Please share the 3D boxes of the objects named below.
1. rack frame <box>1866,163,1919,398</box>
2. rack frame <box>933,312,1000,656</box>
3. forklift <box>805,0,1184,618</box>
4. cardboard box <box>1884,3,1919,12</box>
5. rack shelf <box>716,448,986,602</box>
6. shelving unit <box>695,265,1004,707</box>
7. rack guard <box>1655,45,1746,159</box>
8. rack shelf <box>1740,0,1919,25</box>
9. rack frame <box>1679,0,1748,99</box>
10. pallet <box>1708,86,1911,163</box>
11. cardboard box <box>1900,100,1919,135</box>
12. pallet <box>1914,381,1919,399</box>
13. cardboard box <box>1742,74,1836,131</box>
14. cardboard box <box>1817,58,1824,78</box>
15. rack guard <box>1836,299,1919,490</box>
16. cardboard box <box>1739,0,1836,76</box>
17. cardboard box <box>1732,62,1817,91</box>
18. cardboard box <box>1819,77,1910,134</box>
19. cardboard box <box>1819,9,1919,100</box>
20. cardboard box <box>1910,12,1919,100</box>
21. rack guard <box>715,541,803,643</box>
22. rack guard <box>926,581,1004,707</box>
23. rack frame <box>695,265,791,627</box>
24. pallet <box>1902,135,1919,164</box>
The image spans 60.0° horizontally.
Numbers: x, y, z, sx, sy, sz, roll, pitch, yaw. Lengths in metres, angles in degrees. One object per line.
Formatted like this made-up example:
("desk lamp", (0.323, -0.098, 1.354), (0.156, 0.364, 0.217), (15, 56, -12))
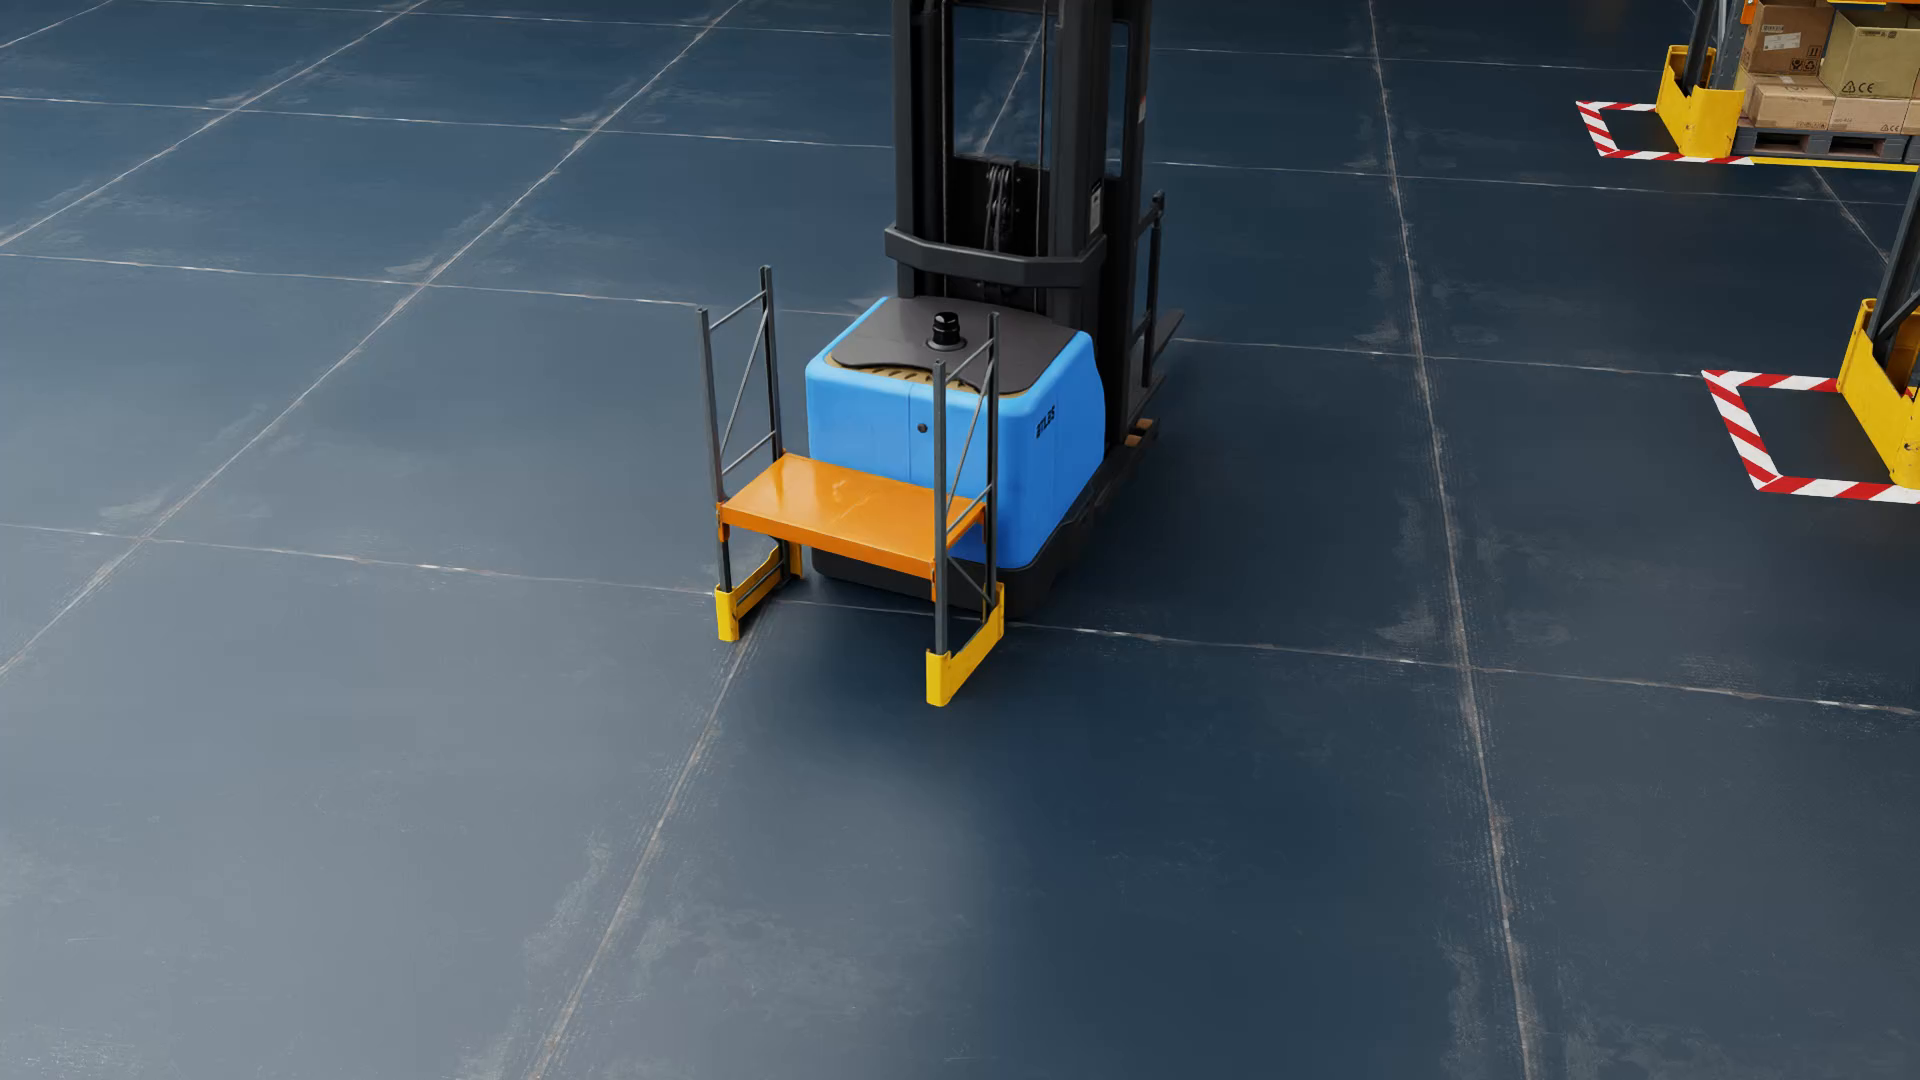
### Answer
("rack frame", (4.784, -1.799, 7.798), (0.127, 3.000, 1.000), (5, 32, 8))
("rack frame", (0.028, -0.109, 6.511), (0.032, 1.500, 0.500), (15, 35, 22))
("forklift", (0.373, -1.680, 7.672), (1.130, 2.935, 3.031), (12, 34, 19))
("cardboard box", (7.188, -3.746, 12.397), (0.500, 0.500, 0.500), (5, 32, 8))
("rack shelf", (-0.428, -0.077, 6.798), (1.000, 0.185, 0.538), (15, 35, 22))
("shelving unit", (-0.419, -0.227, 6.699), (1.083, 1.500, 0.587), (15, 35, 22))
("rack guard", (5.597, -3.332, 12.603), (0.348, 0.500, 1.175), (5, 32, 8))
("rack shelf", (7.592, -3.906, 11.842), (4.000, 0.370, 1.077), (5, 32, 8))
("rack frame", (5.621, -4.390, 11.936), (0.127, 3.000, 1.000), (5, 32, 8))
("pallet", (6.382, -3.161, 12.602), (1.213, 0.211, 1.003), (5, 32, 8))
("cardboard box", (7.098, -3.150, 12.152), (0.500, 0.250, 0.500), (5, 32, 8))
("pallet", (5.666, -0.560, 8.446), (1.213, 0.211, 1.003), (5, 32, 8))
("cardboard box", (6.112, -3.238, 12.292), (0.500, 0.250, 0.500), (5, 32, 8))
("cardboard box", (6.694, -3.471, 12.663), (0.500, 0.250, 0.500), (5, 32, 8))
("rack guard", (4.866, -0.758, 8.489), (0.348, 0.500, 1.175), (5, 32, 8))
("cardboard box", (6.199, -3.828, 12.527), (0.500, 0.500, 0.500), (5, 32, 8))
("cardboard box", (6.199, -3.509, 12.725), (0.500, 0.250, 0.500), (5, 32, 8))
("cardboard box", (6.605, -3.195, 12.224), (0.500, 0.250, 0.500), (5, 32, 8))
("cardboard box", (6.605, -3.512, 12.023), (0.500, 0.500, 0.500), (5, 32, 8))
("cardboard box", (7.100, -3.474, 11.963), (0.500, 0.500, 0.500), (5, 32, 8))
("rack guard", (-0.866, 0.185, 7.218), (0.087, 0.250, 0.587), (15, 35, 22))
("rack guard", (0.027, 0.420, 6.843), (0.087, 0.250, 0.587), (15, 35, 22))
("rack frame", (-0.883, -0.349, 6.894), (0.032, 1.500, 0.500), (15, 35, 22))
("pallet", (7.581, -3.051, 12.426), (1.213, 0.211, 1.003), (5, 32, 8))
